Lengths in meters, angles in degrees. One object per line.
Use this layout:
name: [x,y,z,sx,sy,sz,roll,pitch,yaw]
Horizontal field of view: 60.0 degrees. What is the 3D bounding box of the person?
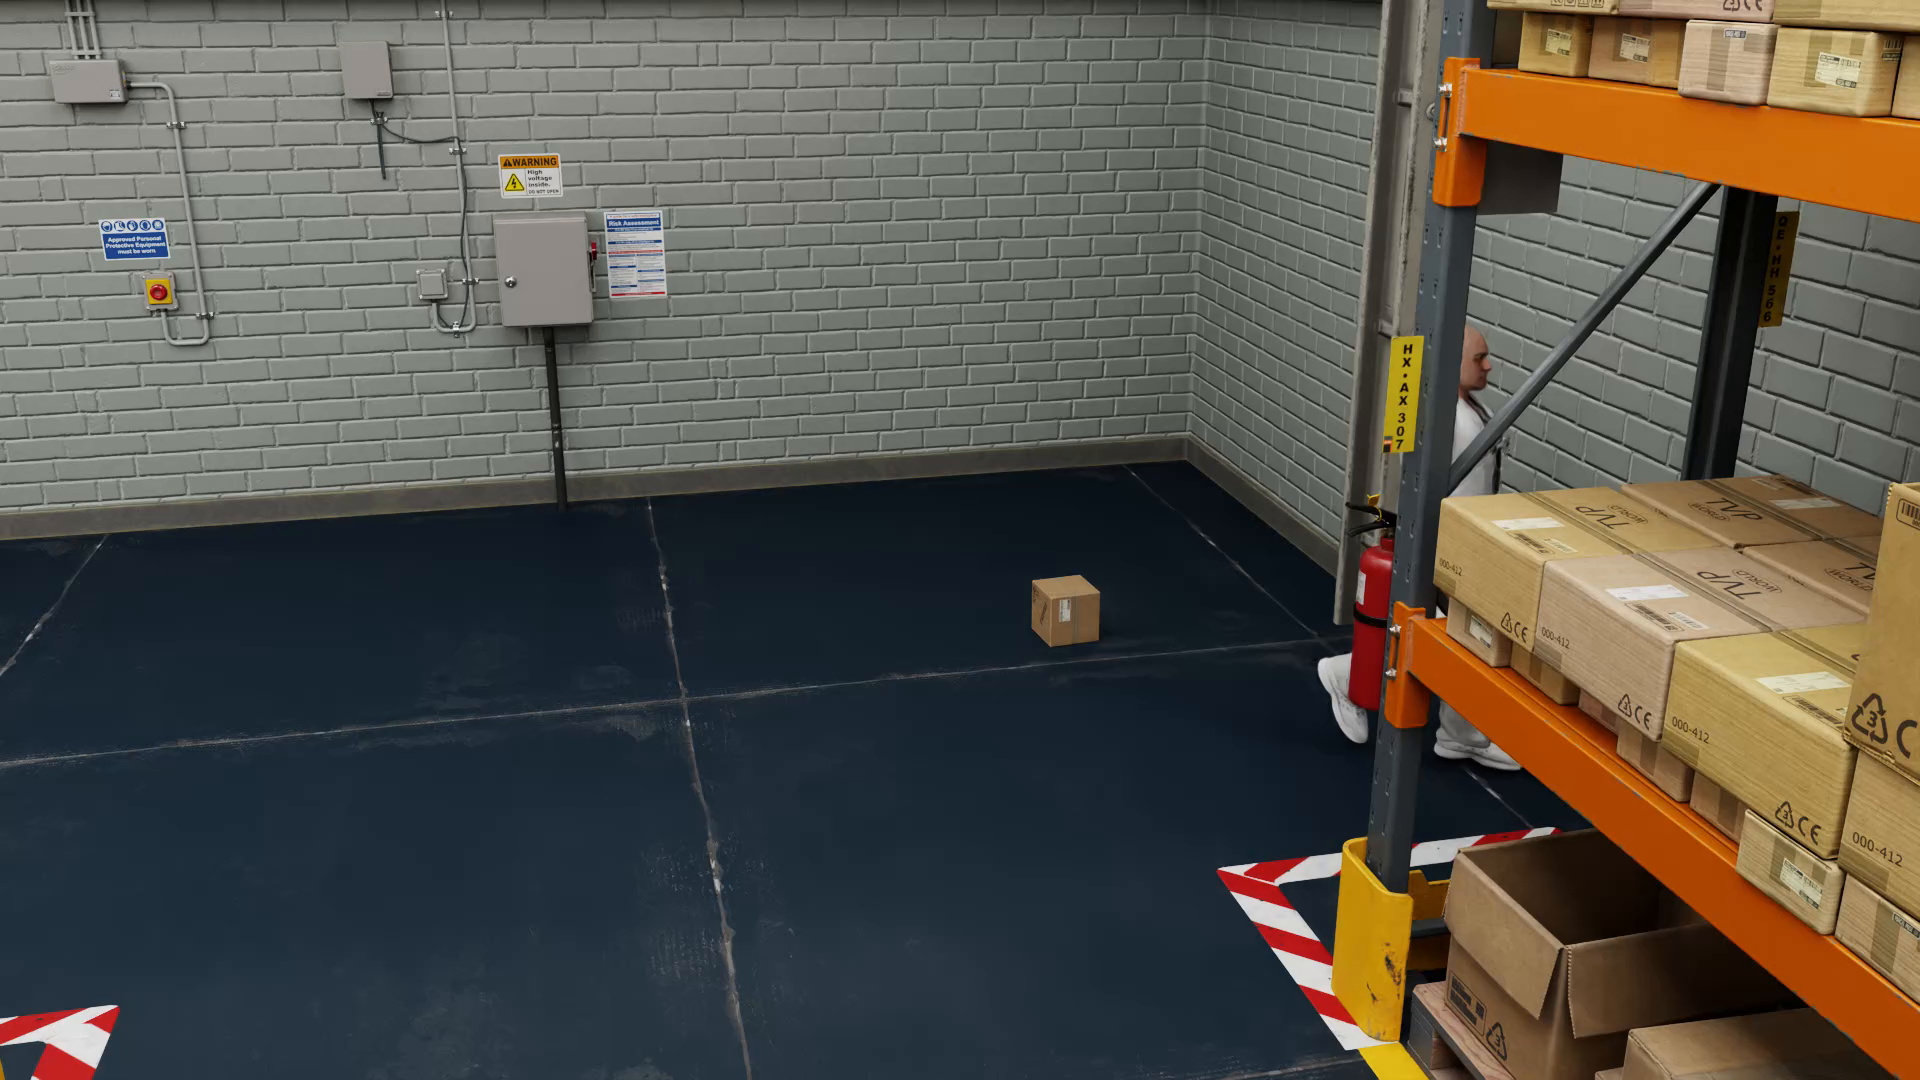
person: [1.850,0.040,6.423,0.835,1.753,0.588,12,22,30]
